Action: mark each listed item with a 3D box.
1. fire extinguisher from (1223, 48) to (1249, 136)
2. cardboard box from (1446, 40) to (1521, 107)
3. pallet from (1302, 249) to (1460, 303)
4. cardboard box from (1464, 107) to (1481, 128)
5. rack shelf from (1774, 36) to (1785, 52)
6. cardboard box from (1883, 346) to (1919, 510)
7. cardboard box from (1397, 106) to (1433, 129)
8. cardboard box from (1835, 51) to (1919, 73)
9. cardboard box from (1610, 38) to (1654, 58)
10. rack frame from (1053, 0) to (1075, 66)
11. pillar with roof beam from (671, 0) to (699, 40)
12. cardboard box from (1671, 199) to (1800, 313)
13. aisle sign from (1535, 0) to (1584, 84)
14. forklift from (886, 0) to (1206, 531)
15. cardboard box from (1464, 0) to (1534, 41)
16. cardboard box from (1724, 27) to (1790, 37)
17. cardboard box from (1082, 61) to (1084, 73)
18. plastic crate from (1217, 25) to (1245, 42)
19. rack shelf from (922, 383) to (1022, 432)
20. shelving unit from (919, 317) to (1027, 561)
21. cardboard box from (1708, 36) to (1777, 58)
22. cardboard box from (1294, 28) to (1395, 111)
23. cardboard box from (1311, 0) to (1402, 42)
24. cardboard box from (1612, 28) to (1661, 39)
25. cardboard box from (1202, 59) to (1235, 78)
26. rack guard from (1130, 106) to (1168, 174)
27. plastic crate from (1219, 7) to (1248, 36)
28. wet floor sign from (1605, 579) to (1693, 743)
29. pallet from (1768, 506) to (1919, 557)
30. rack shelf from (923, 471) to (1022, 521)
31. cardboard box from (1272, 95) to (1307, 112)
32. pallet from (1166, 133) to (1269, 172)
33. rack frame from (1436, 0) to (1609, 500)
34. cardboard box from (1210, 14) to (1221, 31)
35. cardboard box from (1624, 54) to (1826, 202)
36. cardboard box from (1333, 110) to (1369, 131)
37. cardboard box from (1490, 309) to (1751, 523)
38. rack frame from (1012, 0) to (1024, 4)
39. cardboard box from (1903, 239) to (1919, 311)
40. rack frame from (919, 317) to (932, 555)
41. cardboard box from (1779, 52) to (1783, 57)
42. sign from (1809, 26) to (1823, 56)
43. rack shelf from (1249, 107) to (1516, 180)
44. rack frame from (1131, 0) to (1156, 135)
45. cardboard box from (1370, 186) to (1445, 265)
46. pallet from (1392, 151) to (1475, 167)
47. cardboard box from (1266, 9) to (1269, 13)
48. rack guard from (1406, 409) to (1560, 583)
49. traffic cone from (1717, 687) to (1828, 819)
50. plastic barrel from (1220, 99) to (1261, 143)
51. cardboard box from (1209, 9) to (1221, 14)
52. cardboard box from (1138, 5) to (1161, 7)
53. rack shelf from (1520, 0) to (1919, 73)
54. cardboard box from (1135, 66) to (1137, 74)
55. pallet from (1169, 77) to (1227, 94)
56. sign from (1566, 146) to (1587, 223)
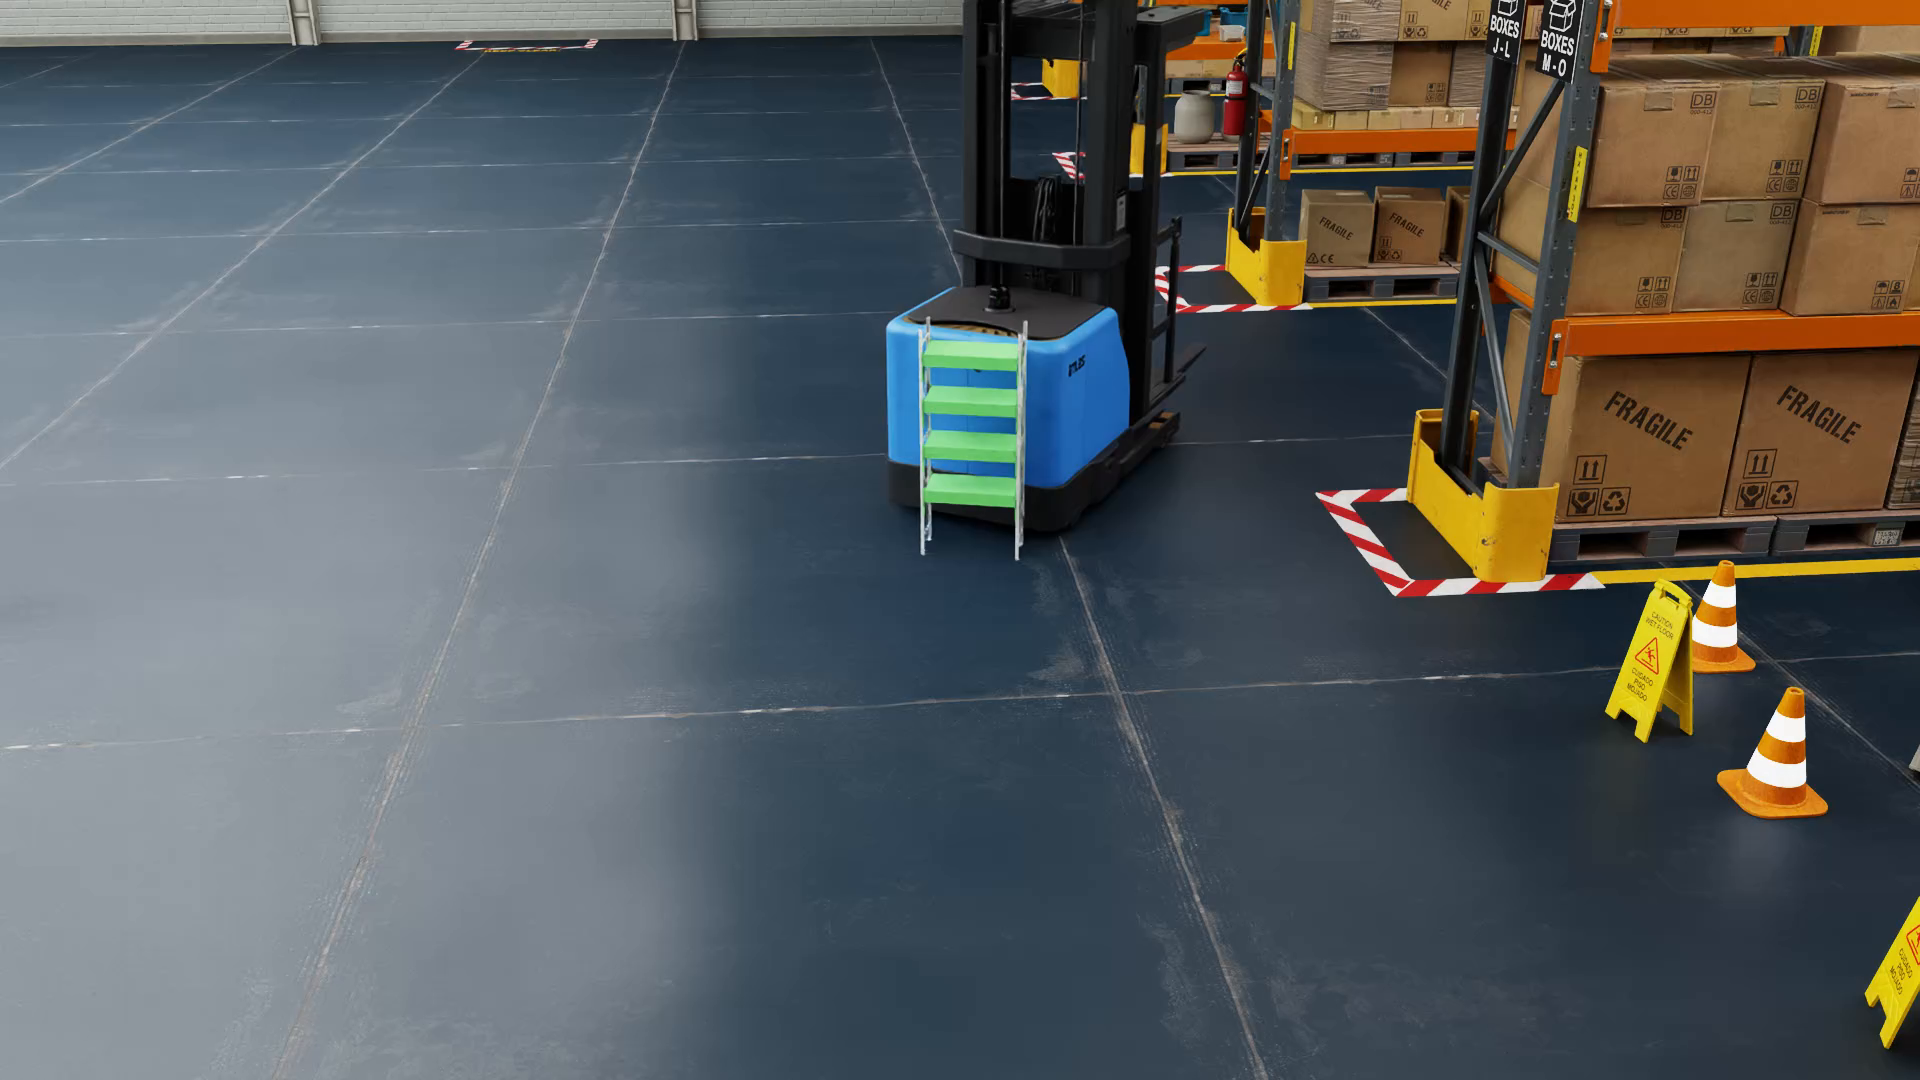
[{"bbox_3d":[2.189,-3.553,13.146,0.183,0.674,0.296,-2,24,-5],"label":"fire extinguisher"},{"bbox_3d":[3.886,-3.670,12.825,0.500,0.500,0.875,-2,24,-5],"label":"cardboard box"},{"bbox_3d":[3.235,-2.154,13.335,1.213,0.211,1.003,-2,24,-5],"label":"pallet"},{"bbox_3d":[3.898,-3.260,12.700,0.250,0.149,0.380,-2,24,-5],"label":"cardboard box"},{"bbox_3d":[7.832,-5.319,17.911,4.000,0.370,1.077,-2,24,-5],"label":"rack shelf"},{"bbox_3d":[5.186,-0.744,8.830,0.875,0.875,0.875,-2,24,-5],"label":"cardboard box"},{"bbox_3d":[3.403,-3.231,12.636,0.250,0.149,0.380,-2,24,-5],"label":"cardboard box"},{"bbox_3d":[4.731,-2.059,8.176,0.500,0.550,0.875,-2,24,-5],"label":"cardboard box"},{"bbox_3d":[4.886,-3.689,12.866,0.500,0.500,0.875,-2,24,-5],"label":"cardboard box"},{"bbox_3d":[1.378,-7.411,21.730,0.127,3.000,1.000,-2,24,-5],"label":"rack frame"},{"bbox_3d":[-4.049,-10.552,21.412,0.400,9.000,9.100,-2,24,-5],"label":"pillar with roof beam"},{"bbox_3d":[3.645,-1.530,8.315,0.550,0.550,0.875,-2,24,-5],"label":"cardboard box"},{"bbox_3d":[2.694,-2.462,7.395,0.004,0.787,0.394,-2,24,-5],"label":"aisle sign"},{"bbox_3d":[0.692,-1.950,9.529,1.130,2.935,3.031,11,26,23],"label":"forklift"},{"bbox_3d":[3.918,-3.995,12.324,0.500,0.500,0.500,-2,24,-5],"label":"cardboard box"},{"bbox_3d":[5.908,-4.076,12.506,0.500,0.500,0.500,-2,24,-5],"label":"cardboard box"},{"bbox_3d":[1.883,-6.487,22.520,0.500,0.250,0.500,-2,24,-5],"label":"cardboard box"},{"bbox_3d":[2.783,-5.194,17.067,0.250,0.136,0.298,-2,24,-5],"label":"plastic crate"},{"bbox_3d":[0.066,-0.664,8.334,0.480,0.148,0.258,4,24,8],"label":"rack shelf"},{"bbox_3d":[0.066,-0.503,8.405,0.503,1.200,0.258,4,24,8],"label":"shelving unit"},{"bbox_3d":[5.875,-3.755,13.016,0.500,0.500,0.875,-2,24,-5],"label":"cardboard box"},{"bbox_3d":[2.898,-3.599,12.665,0.500,0.500,0.875,-2,24,-5],"label":"cardboard box"},{"bbox_3d":[2.922,-3.957,12.239,0.500,0.500,0.500,-2,24,-5],"label":"cardboard box"},{"bbox_3d":[4.913,-4.036,12.416,0.500,0.500,0.500,-2,24,-5],"label":"cardboard box"},{"bbox_3d":[3.426,-6.337,22.183,0.500,0.250,0.500,-2,24,-5],"label":"cardboard box"},{"bbox_3d":[1.932,-4.288,17.783,0.348,0.500,1.175,-2,24,-5],"label":"rack guard"},{"bbox_3d":[2.977,-5.505,17.626,0.408,0.251,0.499,-2,24,-5],"label":"plastic crate"},{"bbox_3d":[2.901,0.479,6.877,0.232,0.644,0.267,-6,25,-14],"label":"wet floor sign"},{"bbox_3d":[4.734,-0.235,9.018,1.213,0.211,1.003,-2,24,-5],"label":"pallet"},{"bbox_3d":[0.066,-0.226,8.529,0.480,0.148,0.258,4,24,8],"label":"rack shelf"},{"bbox_3d":[2.611,-3.387,12.986,0.250,0.149,0.380,-2,24,-5],"label":"cardboard box"},{"bbox_3d":[2.741,-4.187,17.910,1.213,0.211,1.003,-2,24,-5],"label":"pallet"},{"bbox_3d":[2.735,-1.398,8.202,0.127,3.000,1.000,-2,24,-5],"label":"rack frame"},{"bbox_3d":[3.426,-6.679,22.029,0.500,0.500,0.500,-2,24,-5],"label":"cardboard box"},{"bbox_3d":[3.646,-2.018,8.084,0.550,0.550,0.875,-2,24,-5],"label":"cardboard box"},{"bbox_3d":[2.906,-3.209,12.586,0.250,0.149,0.380,-2,24,-5],"label":"cardboard box"},{"bbox_3d":[3.403,-0.673,8.669,0.875,0.875,0.875,-2,24,-5],"label":"cardboard box"},{"bbox_3d":[0.887,-9.413,26.235,0.127,3.000,1.000,-2,24,-5],"label":"rack frame"},{"bbox_3d":[4.738,-1.540,8.337,0.500,0.550,0.875,-2,24,-5],"label":"cardboard box"},{"bbox_3d":[-0.175,-0.518,8.439,0.015,1.200,0.240,4,24,8],"label":"rack frame"},{"bbox_3d":[11.359,-6.756,22.792,0.500,0.500,0.500,-3,24,-7],"label":"cardboard box"},{"bbox_3d":[6.389,-3.743,12.412,0.005,0.325,0.100,-2,24,-5],"label":"sign"},{"bbox_3d":[4.338,-3.158,13.047,4.000,0.370,1.077,-2,24,-5],"label":"rack shelf"},{"bbox_3d":[1.861,-5.409,17.226,0.127,3.000,1.000,-2,24,-5],"label":"rack frame"},{"bbox_3d":[3.562,-2.512,13.270,0.500,0.500,0.500,4,24,9],"label":"cardboard box"},{"bbox_3d":[5.169,-4.284,18.129,1.213,0.211,1.003,-2,24,-5],"label":"pallet"},{"bbox_3d":[4.370,-6.934,22.602,0.500,0.500,0.500,-2,24,-5],"label":"cardboard box"},{"bbox_3d":[2.711,-0.255,8.707,0.348,0.500,1.175,-2,24,-5],"label":"rack guard"},{"bbox_3d":[3.176,0.784,6.415,0.334,0.463,0.336,-2,24,-5],"label":"traffic cone"},{"bbox_3d":[3.007,-4.541,17.819,0.421,0.512,0.421,0,24,0],"label":"plastic barrel"},{"bbox_3d":[3.374,-6.896,22.517,0.500,0.500,0.500,-2,24,-5],"label":"cardboard box"},{"bbox_3d":[2.887,-8.495,26.705,0.500,0.500,0.700,-4,24,-8],"label":"cardboard box"},{"bbox_3d":[4.725,-2.520,7.918,4.000,0.370,1.077,-2,24,-5],"label":"rack shelf"},{"bbox_3d":[2.431,-6.299,22.098,0.500,0.250,0.500,-2,24,-5],"label":"cardboard box"},{"bbox_3d":[3.346,-6.232,22.510,1.213,0.211,1.003,-2,24,-5],"label":"pallet"},{"bbox_3d":[2.783,-1.605,7.505,0.005,0.325,0.100,-2,24,-5],"label":"sign"}]
